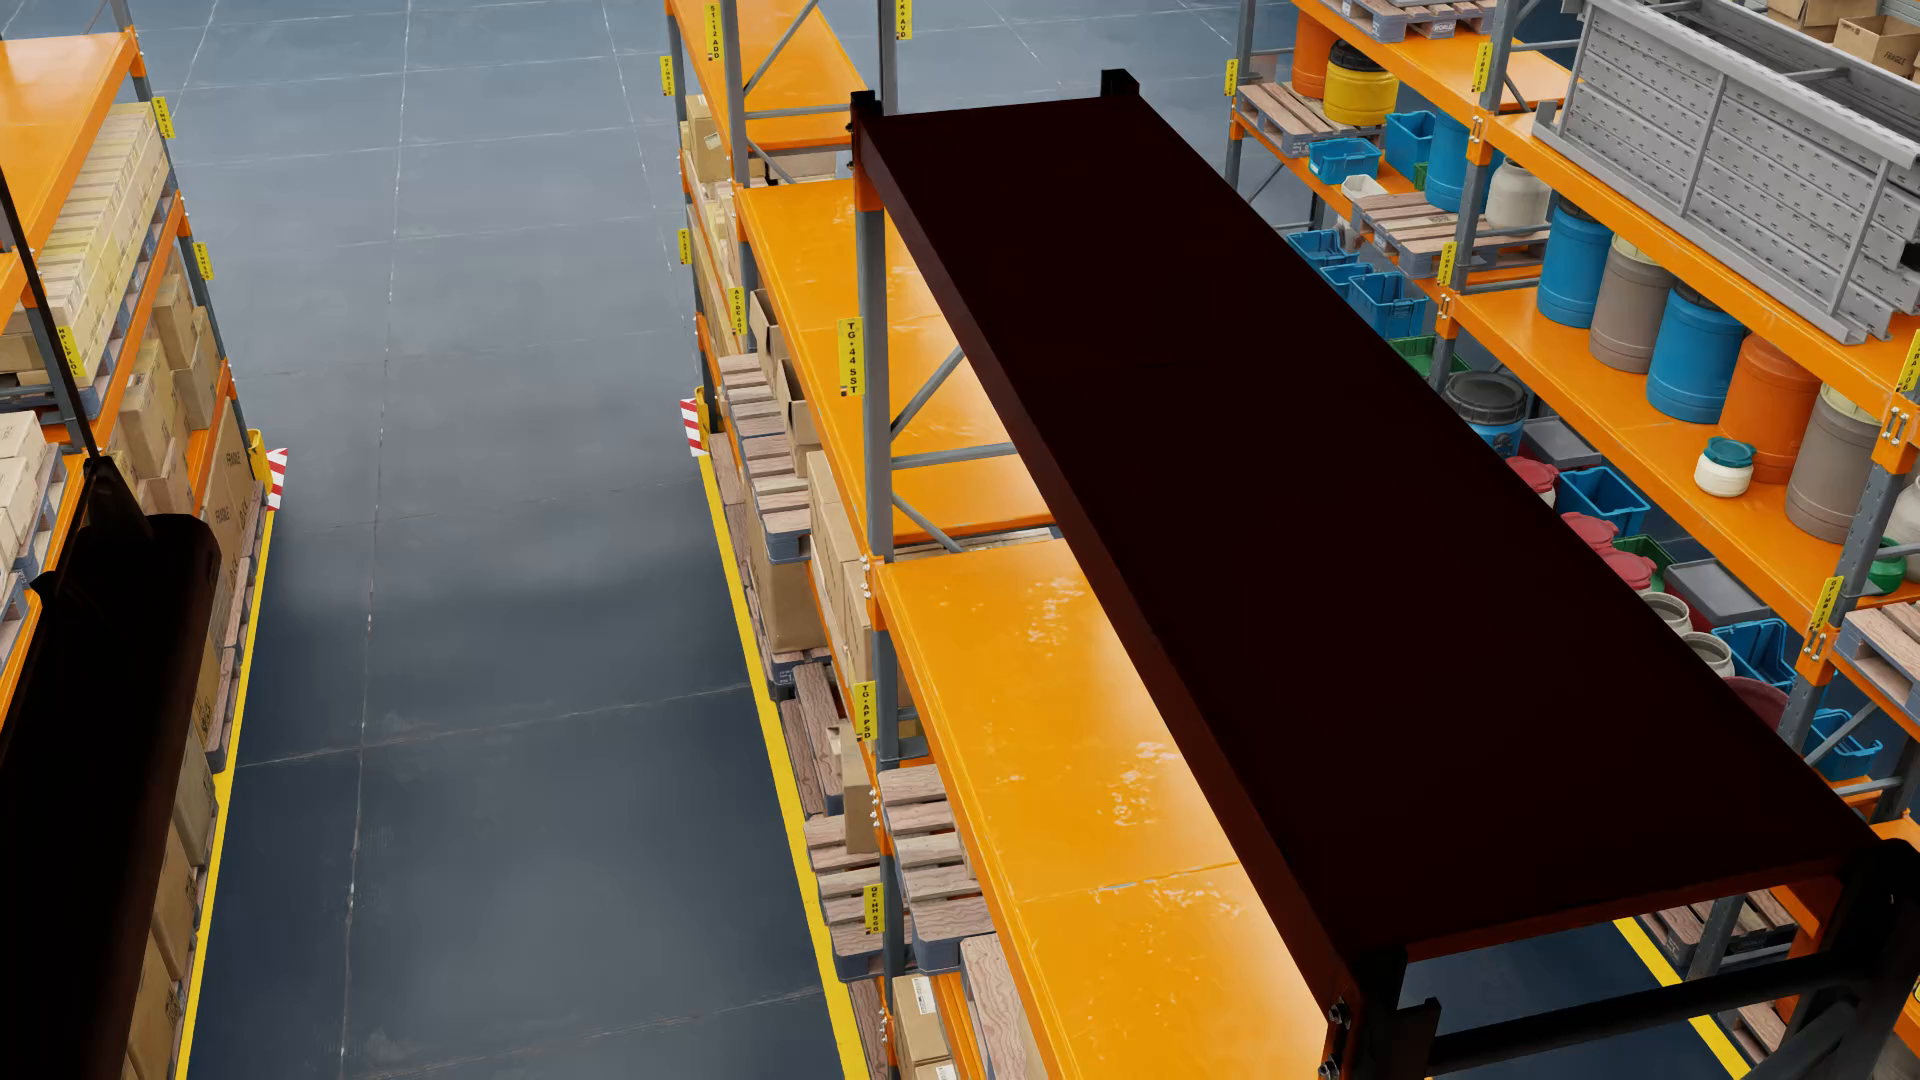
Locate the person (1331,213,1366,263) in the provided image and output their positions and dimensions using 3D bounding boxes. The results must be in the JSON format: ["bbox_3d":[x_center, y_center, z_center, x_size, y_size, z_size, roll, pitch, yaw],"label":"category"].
[{"bbox_3d":[4.097,-3.270,17.356,0.428,1.681,0.473,-11,36,-16],"label":"person"}]
